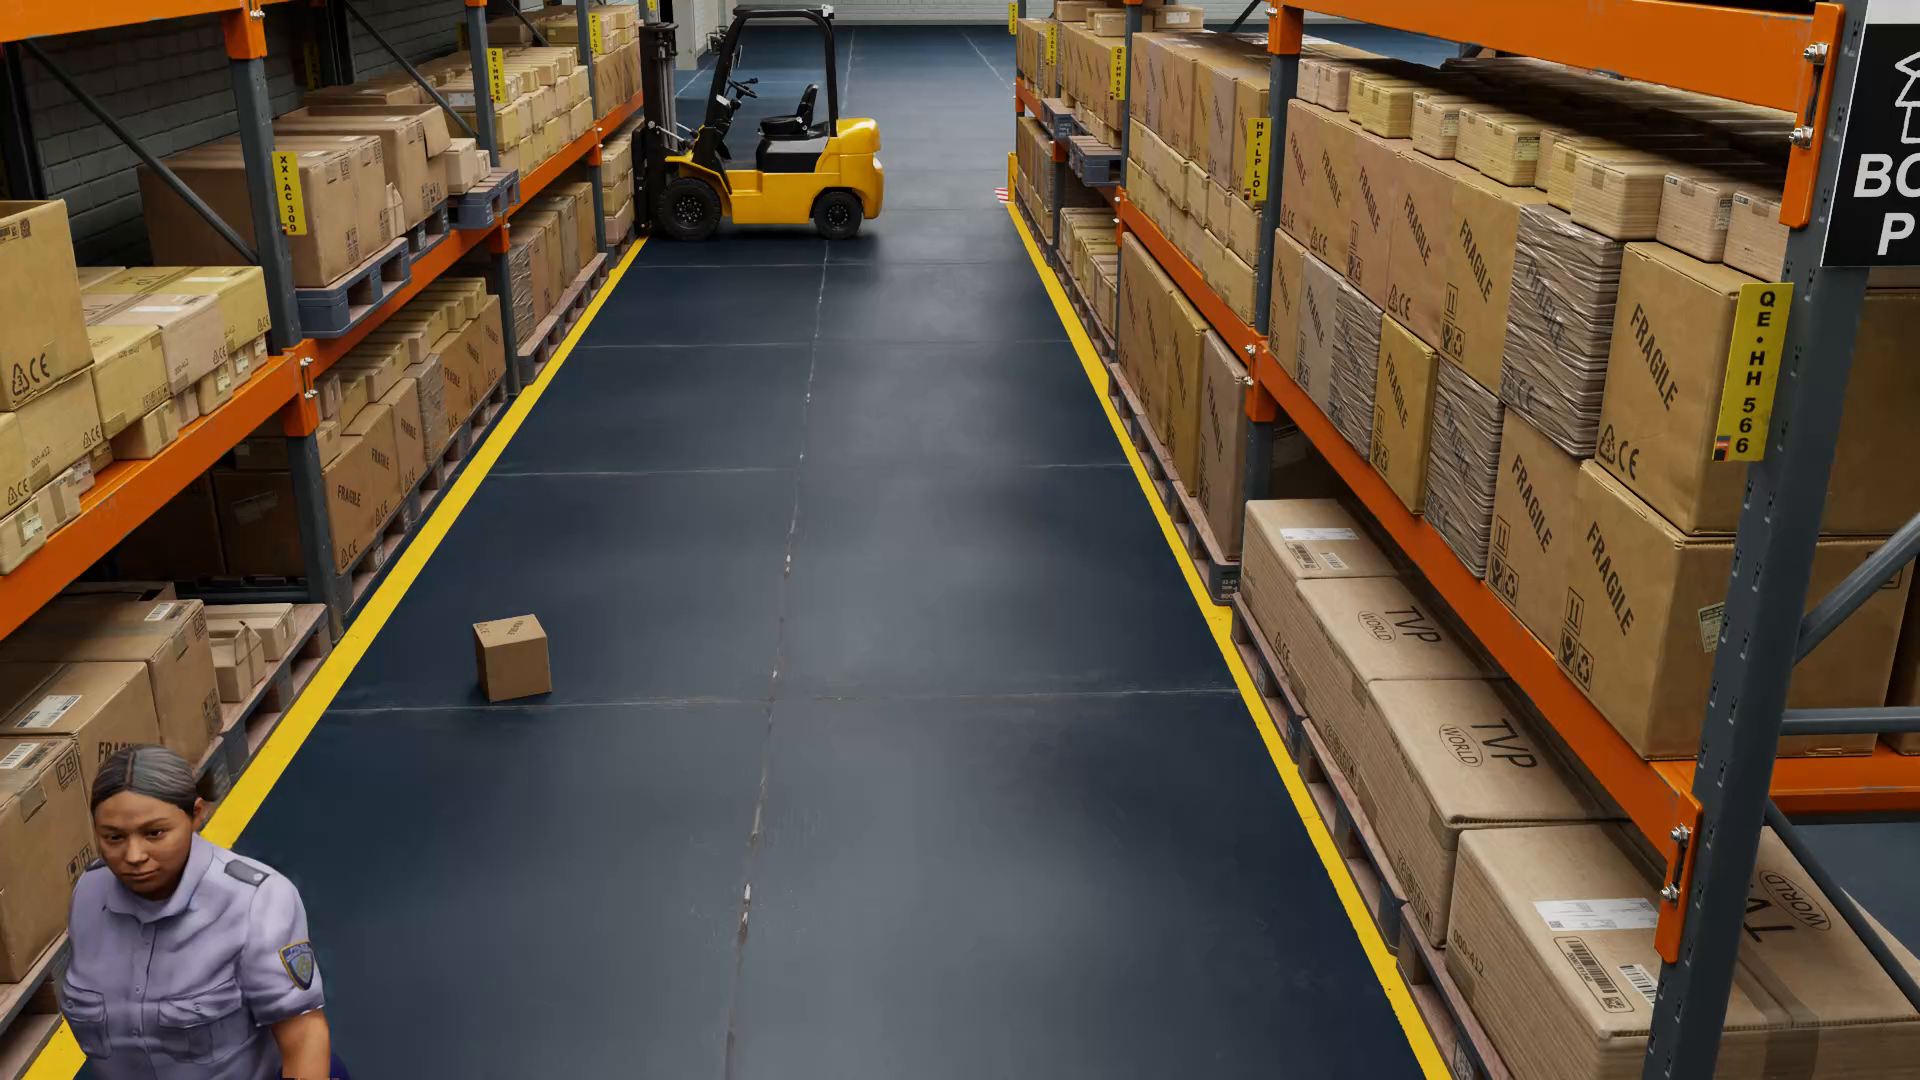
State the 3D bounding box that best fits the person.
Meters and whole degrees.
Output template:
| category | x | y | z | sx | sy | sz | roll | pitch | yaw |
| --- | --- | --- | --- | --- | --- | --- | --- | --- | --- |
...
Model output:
| category | x | y | z | sx | sy | sz | roll | pitch | yaw |
| --- | --- | --- | --- | --- | --- | --- | --- | --- | --- |
| person | -1.394 | 1.118 | 3.077 | 0.596 | 1.590 | 0.980 | 3 | 21 | 9 |
